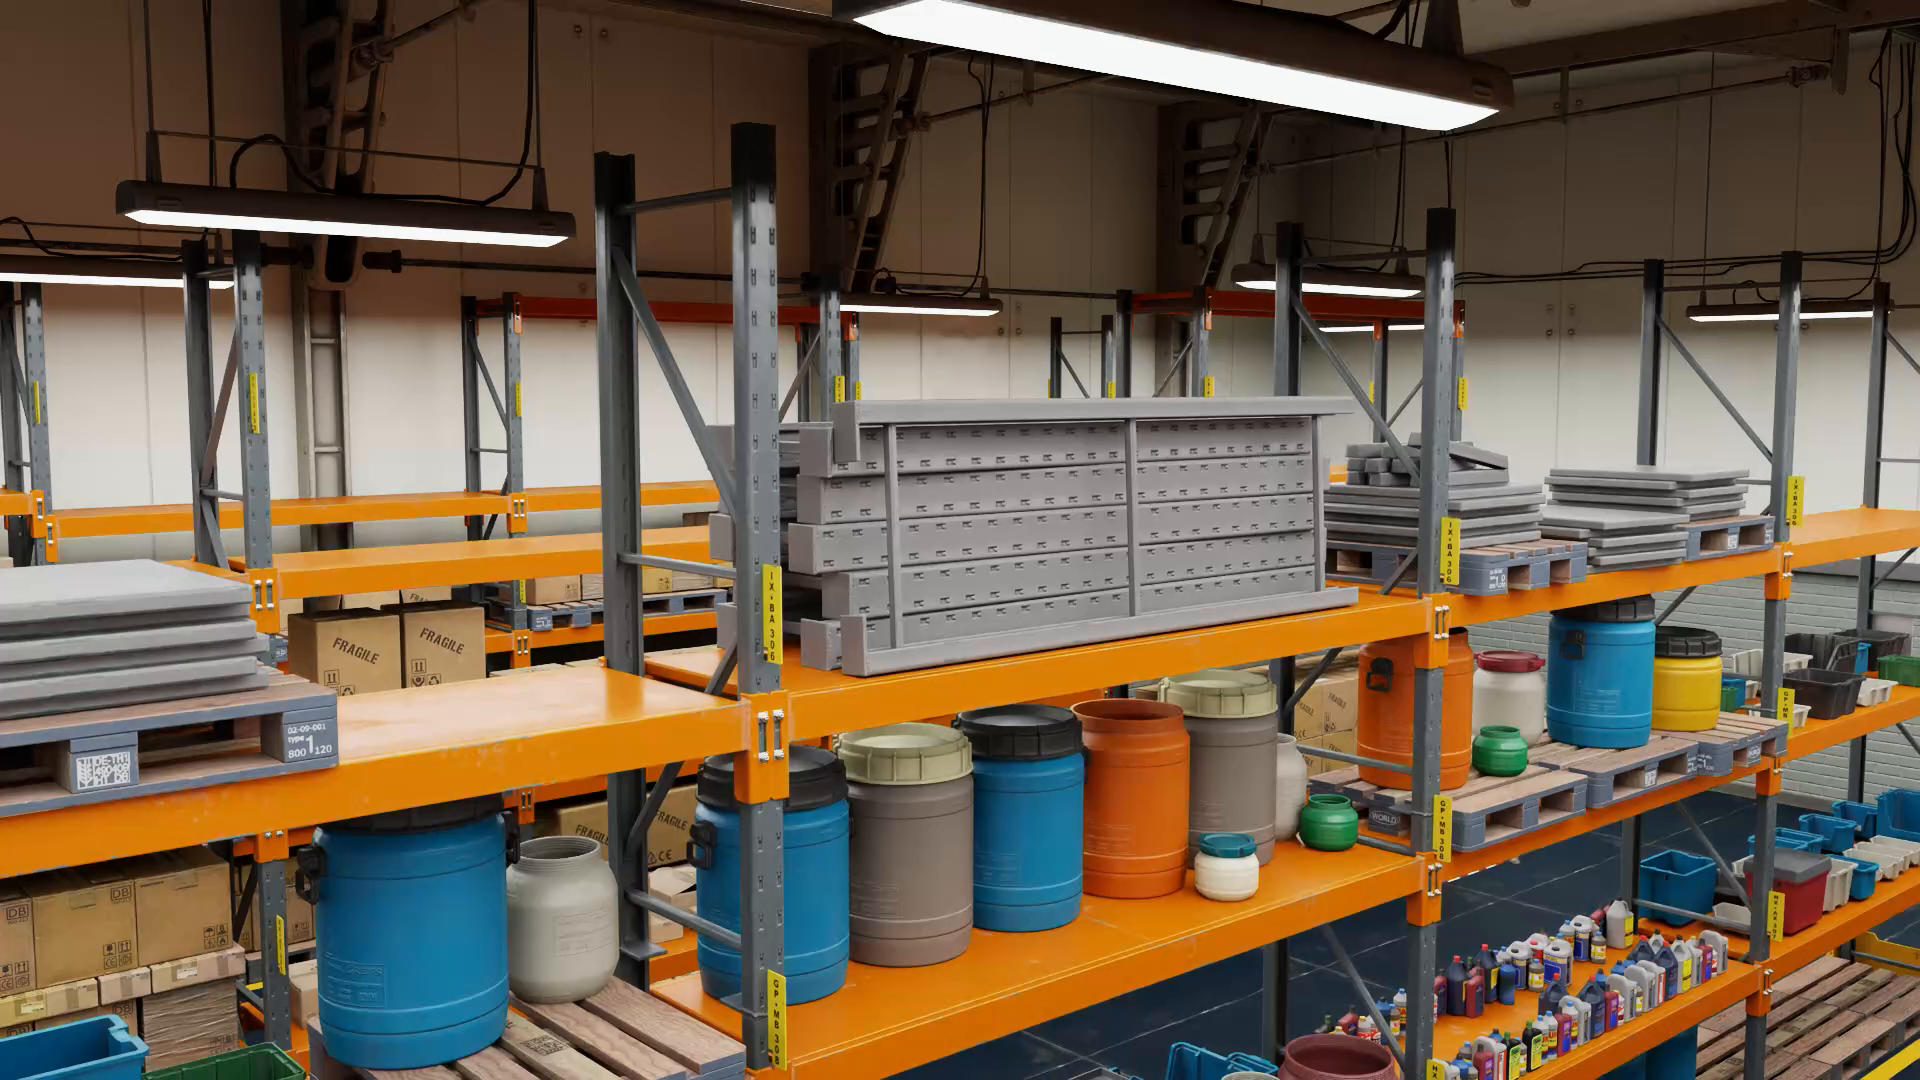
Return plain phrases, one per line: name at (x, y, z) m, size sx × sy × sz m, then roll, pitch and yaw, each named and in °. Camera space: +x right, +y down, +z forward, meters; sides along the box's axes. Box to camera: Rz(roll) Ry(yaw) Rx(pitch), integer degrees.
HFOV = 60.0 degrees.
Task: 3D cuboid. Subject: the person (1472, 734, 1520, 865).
person at (5.755, 2.637, 18.019) m, size 0.637 × 1.672 × 0.696 m, roll -3°, pitch 6°, yaw -26°
